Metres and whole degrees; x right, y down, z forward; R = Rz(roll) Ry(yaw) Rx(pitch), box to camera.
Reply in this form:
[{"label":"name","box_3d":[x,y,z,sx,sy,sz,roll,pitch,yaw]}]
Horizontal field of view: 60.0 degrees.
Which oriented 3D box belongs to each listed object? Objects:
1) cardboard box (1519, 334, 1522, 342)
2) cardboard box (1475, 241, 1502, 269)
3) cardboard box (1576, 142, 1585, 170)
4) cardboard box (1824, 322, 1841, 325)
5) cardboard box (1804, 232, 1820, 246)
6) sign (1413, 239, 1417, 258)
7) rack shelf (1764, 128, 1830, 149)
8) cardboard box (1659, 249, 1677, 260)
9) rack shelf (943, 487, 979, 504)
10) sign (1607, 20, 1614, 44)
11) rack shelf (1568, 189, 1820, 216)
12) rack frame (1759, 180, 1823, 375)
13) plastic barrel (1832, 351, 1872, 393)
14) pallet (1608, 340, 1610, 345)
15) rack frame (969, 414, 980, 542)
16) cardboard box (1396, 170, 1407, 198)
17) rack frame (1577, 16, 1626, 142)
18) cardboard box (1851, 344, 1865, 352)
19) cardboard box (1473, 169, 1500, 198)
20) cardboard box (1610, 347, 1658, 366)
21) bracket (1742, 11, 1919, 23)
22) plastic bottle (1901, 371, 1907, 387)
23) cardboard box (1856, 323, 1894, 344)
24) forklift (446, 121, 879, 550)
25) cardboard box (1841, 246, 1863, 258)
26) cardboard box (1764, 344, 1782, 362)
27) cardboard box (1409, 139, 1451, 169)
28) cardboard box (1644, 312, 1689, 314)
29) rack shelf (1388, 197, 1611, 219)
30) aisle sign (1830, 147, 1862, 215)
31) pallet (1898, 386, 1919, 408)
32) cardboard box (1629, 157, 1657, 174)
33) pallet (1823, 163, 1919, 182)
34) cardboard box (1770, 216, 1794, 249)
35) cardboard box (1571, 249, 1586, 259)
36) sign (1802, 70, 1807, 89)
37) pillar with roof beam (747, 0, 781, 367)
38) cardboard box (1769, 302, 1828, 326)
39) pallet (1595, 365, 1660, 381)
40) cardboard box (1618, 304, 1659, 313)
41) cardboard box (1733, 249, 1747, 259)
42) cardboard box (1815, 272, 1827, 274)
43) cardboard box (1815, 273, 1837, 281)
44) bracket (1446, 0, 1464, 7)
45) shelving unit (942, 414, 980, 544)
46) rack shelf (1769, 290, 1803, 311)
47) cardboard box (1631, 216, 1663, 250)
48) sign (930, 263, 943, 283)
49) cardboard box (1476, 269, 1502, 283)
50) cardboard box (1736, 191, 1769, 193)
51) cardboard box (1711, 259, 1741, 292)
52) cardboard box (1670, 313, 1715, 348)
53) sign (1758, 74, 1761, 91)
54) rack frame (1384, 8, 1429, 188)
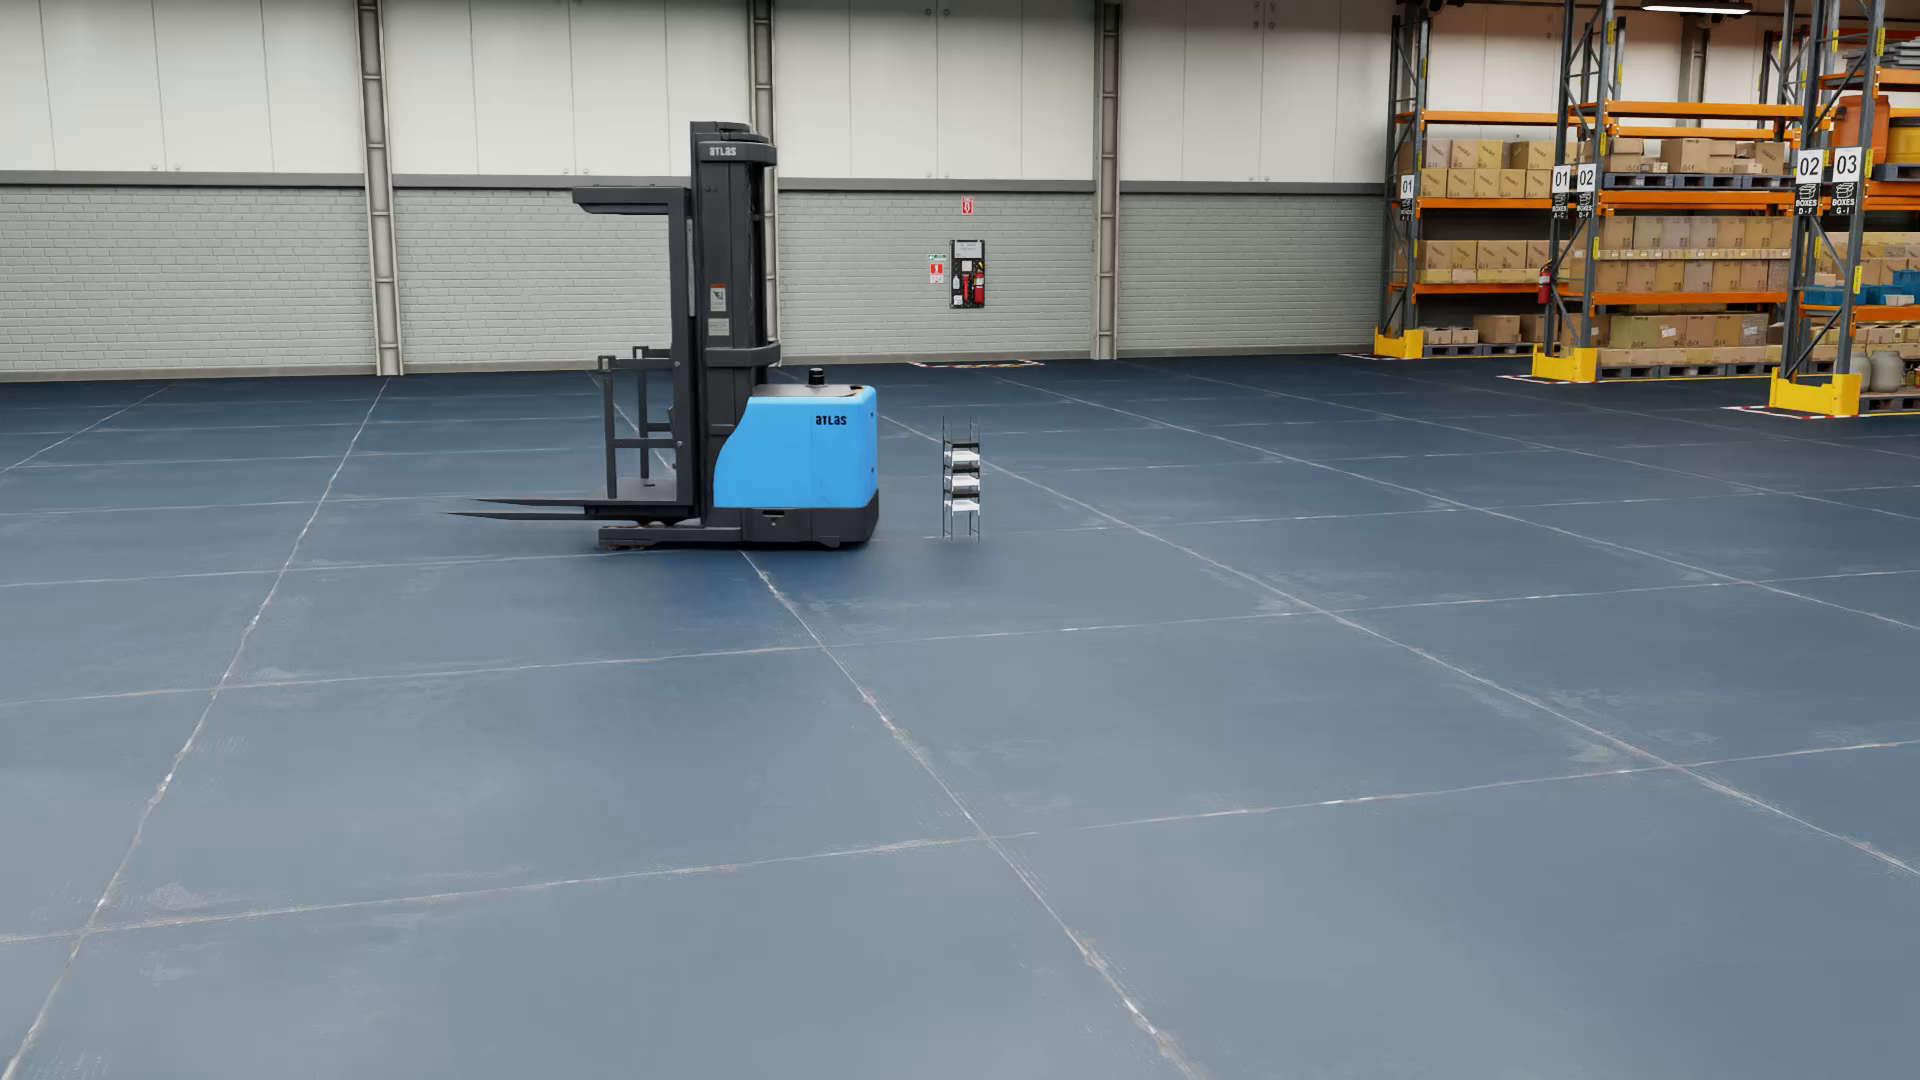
[{"label":"cardboard box","box_3d":[10.172,-3.750,30.792,0.250,0.149,0.380,-4,11,-21]},{"label":"cardboard box","box_3d":[9.390,-5.136,29.949,0.500,0.500,0.500,-3,11,-18]},{"label":"cardboard box","box_3d":[11.308,-6.967,30.228,0.500,0.500,0.500,-4,11,-21]},{"label":"cardboard box","box_3d":[14.388,-3.405,27.144,0.500,0.311,0.500,-3,11,-16]},{"label":"cardboard box","box_3d":[16.090,-5.770,31.878,0.500,0.250,0.500,-3,11,-15]},{"label":"sign","box_3d":[8.025,-5.142,29.304,0.005,0.325,0.100,-3,11,-16]},{"label":"rack shelf","box_3d":[17.474,-7.717,32.202,4.000,0.370,1.077,-3,11,-16]},{"label":"cardboard box","box_3d":[10.689,-4.353,25.340,0.250,0.149,0.380,-3,11,-18]},{"label":"rack shelf","box_3d":[0.008,-0.322,11.990,0.200,0.077,0.258,-3,11,-16]},{"label":"sign","box_3d":[9.410,-7.341,24.050,0.005,0.325,0.100,-3,11,-16]},{"label":"rack shelf","box_3d":[11.181,-5.173,25.562,4.000,0.370,1.077,-3,11,-16]},{"label":"rack frame","box_3d":[13.102,-4.153,26.318,0.127,3.000,1.000,-3,11,-16]},{"label":"plastic barrel","box_3d":[11.252,-2.118,20.980,0.421,0.512,0.421,0,10,0]},{"label":"pallet","box_3d":[12.460,-3.682,31.462,1.213,0.211,1.003,-3,11,-16]},{"label":"rack frame","box_3d":[0.105,-0.448,11.995,0.006,0.900,0.240,-3,11,-16]},{"label":"cardboard box","box_3d":[8.203,-6.410,29.966,0.500,0.500,0.500,-2,11,-12]},{"label":"rack frame","box_3d":[11.713,-7.964,30.451,0.127,3.000,1.000,-3,11,-16]},{"label":"cardboard box","box_3d":[14.049,-3.010,26.545,0.500,0.250,0.500,-3,11,-15]},{"label":"cardboard box","box_3d":[9.287,-6.367,29.729,0.500,0.500,0.500,-2,11,-13]},{"label":"cardboard box","box_3d":[10.317,-2.819,25.508,0.500,0.250,0.500,-3,11,-16]},{"label":"bracket","box_3d":[17.035,-10.111,32.172,4.783,0.066,0.076,-3,11,-16]},{"label":"plastic bottle","box_3d":[12.283,-2.098,21.672,0.097,0.201,0.097,0,10,0]},{"label":"cardboard box","box_3d":[14.547,-3.311,26.632,0.500,0.311,0.500,-3,11,-18]},{"label":"forklift","box_3d":[-2.144,-1.464,11.905,3.031,2.935,1.130,0,10,3]},{"label":"cardboard box","box_3d":[17.074,-5.451,32.219,0.500,0.500,0.500,-3,11,-16]},{"label":"cardboard box","box_3d":[12.717,-2.945,26.195,0.500,0.250,0.500,-3,11,-16]},{"label":"cardboard box","box_3d":[8.311,-6.814,29.399,0.500,0.500,0.500,-4,11,-20]},{"label":"cardboard box","box_3d":[11.129,-3.330,26.215,0.500,0.500,0.500,-3,11,-16]},{"label":"rack shelf","box_3d":[9.793,-6.034,30.238,4.000,0.370,1.077,-3,11,-16]},{"label":"aisle sign","box_3d":[10.655,-4.313,20.008,0.004,0.787,0.394,-3,11,-16]},{"label":"pallet","box_3d":[12.652,-1.831,21.408,1.213,0.211,1.003,-3,11,-16]},{"label":"cardboard box","box_3d":[10.293,-5.731,25.475,0.500,0.250,0.500,-3,11,-16]},{"label":"pallet","box_3d":[11.464,-4.496,20.421,1.213,0.211,1.003,-3,11,-16]},{"label":"cardboard box","box_3d":[12.677,-4.816,26.063,0.500,0.500,0.700,-3,11,-16]},{"label":"cardboard box","box_3d":[9.575,-4.371,25.436,0.250,0.149,0.380,-3,11,-17]},{"label":"sign","box_3d":[15.715,-8.571,30.949,0.005,0.325,0.100,-3,11,-16]},{"label":"pillar with roof beam","box_3d":[-2.015,-6.592,22.997,0.400,9.000,9.100,-3,11,-16]},{"label":"cardboard box","box_3d":[16.297,-4.380,32.329,0.750,0.750,0.750,-3,11,-17]},{"label":"pallet","box_3d":[9.984,-2.625,25.721,1.213,0.211,1.003,-3,11,-16]},{"label":"cardboard box","box_3d":[12.837,-4.432,31.455,0.500,0.250,0.500,-3,11,-17]},{"label":"cardboard box","box_3d":[11.923,-4.419,25.695,0.250,0.149,0.380,-3,11,-16]},{"label":"cardboard box","box_3d":[16.458,-5.089,32.041,0.250,0.149,0.380,-3,11,-14]},{"label":"cardboard box","box_3d":[13.894,-4.163,26.745,0.258,0.266,0.396,-3,11,-17]},{"label":"bracket","box_3d":[8.801,-9.677,29.814,0.430,0.232,0.235,-3,11,-16]},{"label":"shelving unit","box_3d":[0.008,-0.443,11.967,0.210,0.900,0.258,-3,11,-16]},{"label":"rack shelf","box_3d":[15.022,-3.900,26.933,4.000,0.370,1.077,-3,11,-16]},{"label":"cardboard box","box_3d":[10.267,-4.689,25.372,0.500,0.500,0.700,-3,11,-17]},{"label":"sign","box_3d":[-0.401,-4.582,28.554,0.234,0.329,0.001,-3,11,-16]},{"label":"cardboard box","box_3d":[9.415,-4.770,30.032,0.500,0.250,0.500,-3,11,-17]},{"label":"cardboard box","box_3d":[14.938,-6.574,31.376,0.500,0.311,0.500,-3,11,-16]},{"label":"cardboard box","box_3d":[11.690,-4.126,25.896,0.500,0.500,0.700,-3,11,-15]},{"label":"cardboard box","box_3d":[11.279,-3.237,25.709,0.500,0.500,0.500,-3,11,-16]},{"label":"sign","box_3d":[15.395,-8.800,31.975,0.005,0.325,0.100,-3,11,-16]},{"label":"rack frame","box_3d":[7.873,-7.761,29.352,0.127,3.000,1.000,-3,11,-16]}]
